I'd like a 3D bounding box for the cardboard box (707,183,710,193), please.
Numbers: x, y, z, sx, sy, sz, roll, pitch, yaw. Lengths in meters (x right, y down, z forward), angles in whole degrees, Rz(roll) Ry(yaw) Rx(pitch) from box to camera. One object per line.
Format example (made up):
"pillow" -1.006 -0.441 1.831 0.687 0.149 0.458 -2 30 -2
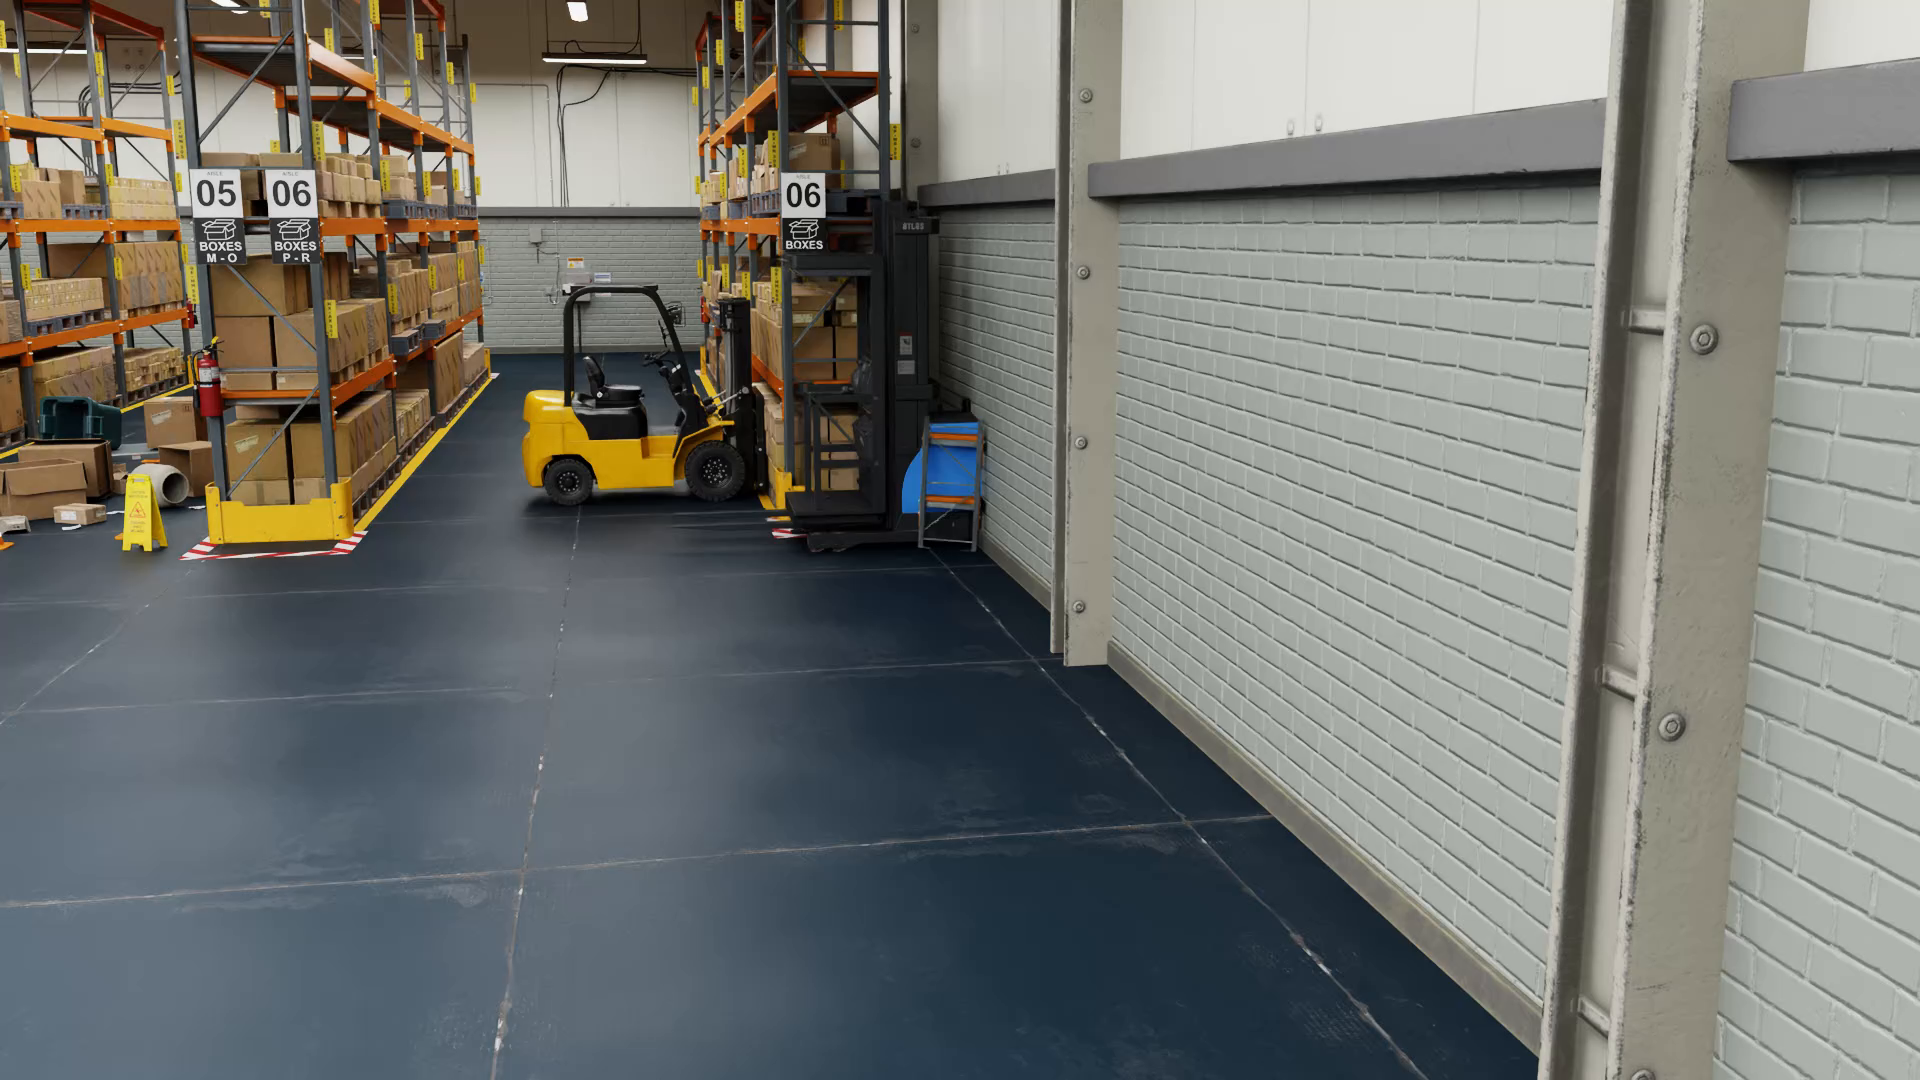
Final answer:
"cardboard box" -3.712 -5.445 25.746 0.380 0.149 0.250 -2 11 -12

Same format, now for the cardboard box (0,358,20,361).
"cardboard box" -12.895 -2.300 22.315 0.500 0.250 0.500 -2 11 -10

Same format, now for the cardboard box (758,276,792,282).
"cardboard box" -2.638 -3.480 23.569 0.500 0.500 0.500 -2 11 -8

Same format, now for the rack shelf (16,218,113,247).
"rack shelf" -12.784 -4.232 22.811 1.077 0.370 4.000 -2 11 -11

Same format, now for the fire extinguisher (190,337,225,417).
"fire extinguisher" -6.433 -1.401 14.240 0.296 0.674 0.183 -2 11 -11

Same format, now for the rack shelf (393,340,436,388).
"rack shelf" -7.171 -2.223 20.280 1.077 0.370 4.000 -2 11 -11

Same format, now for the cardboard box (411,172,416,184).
"cardboard box" -8.631 -5.703 26.949 0.797 0.503 0.637 -1 11 -7

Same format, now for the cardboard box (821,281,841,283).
"cardboard box" -1.555 -2.858 18.890 0.380 0.149 0.250 -2 11 -11

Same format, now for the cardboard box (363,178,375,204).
"cardboard box" -6.332 -3.592 17.131 0.500 0.250 0.500 -2 11 -12

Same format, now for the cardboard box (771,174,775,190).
"cardboard box" -1.595 -3.404 15.818 0.380 0.149 0.250 -2 11 -13

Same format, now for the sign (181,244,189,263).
"sign" -13.403 -4.953 28.755 0.100 0.325 0.005 -2 11 -11

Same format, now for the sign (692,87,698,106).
"sign" -4.780 -8.017 30.042 0.100 0.325 0.005 -2 11 -11

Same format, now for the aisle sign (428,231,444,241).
"aisle sign" -9.414 -5.691 29.620 0.394 0.787 0.004 -2 11 -11

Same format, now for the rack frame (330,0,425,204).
"rack frame" -7.560 -5.891 21.579 1.000 3.000 0.127 -2 11 -11

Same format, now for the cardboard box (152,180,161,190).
"cardboard box" -13.438 -5.863 27.454 0.380 0.149 0.250 -2 11 -10

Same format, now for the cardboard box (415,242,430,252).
"cardboard box" -8.693 -4.680 26.584 0.380 0.149 0.250 -2 11 -11

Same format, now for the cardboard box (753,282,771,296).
"cardboard box" -2.143 -2.836 18.776 0.380 0.149 0.250 -2 11 -10

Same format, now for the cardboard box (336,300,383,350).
"cardboard box" -6.344 -2.239 17.373 0.500 0.500 0.500 -2 11 -9

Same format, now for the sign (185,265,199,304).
"sign" -6.552 -2.184 14.207 0.100 0.325 0.005 -2 11 -11

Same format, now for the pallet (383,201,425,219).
"pallet" -7.002 -3.899 19.637 1.213 0.211 1.003 -2 11 -11

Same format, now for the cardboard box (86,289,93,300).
"cardboard box" -12.805 -3.548 24.069 0.380 0.149 0.250 -2 11 -9

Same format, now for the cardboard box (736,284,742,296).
"cardboard box" -2.790 -3.328 22.159 0.380 0.149 0.250 -2 11 -9

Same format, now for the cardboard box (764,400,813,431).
"cardboard box" -1.744 -1.263 16.867 0.500 0.250 0.500 -2 11 -10

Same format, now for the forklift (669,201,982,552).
"forklift" -1.029 -1.442 14.433 3.031 2.935 1.130 -2 11 -10

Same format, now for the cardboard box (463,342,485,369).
"cardboard box" -8.889 -3.241 29.432 0.875 0.438 0.875 -3 11 -13

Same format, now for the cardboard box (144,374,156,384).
"cardboard box" -13.221 -2.600 26.834 0.380 0.149 0.250 -2 11 -13

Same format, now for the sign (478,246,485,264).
"sign" -8.581 -5.113 29.809 0.100 0.325 0.005 -2 11 -11

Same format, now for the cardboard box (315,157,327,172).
"cardboard box" -5.925 -3.385 14.974 0.380 0.149 0.250 -2 11 -11

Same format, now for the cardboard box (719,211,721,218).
"cardboard box" -3.829 -5.264 26.980 0.380 0.149 0.250 -2 11 -11

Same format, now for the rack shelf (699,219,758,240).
"rack shelf" -3.858 -5.345 28.661 1.077 0.370 4.000 -2 11 -11

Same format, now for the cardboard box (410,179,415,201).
"cardboard box" -6.721 -4.123 19.589 0.500 0.250 0.500 -2 11 -12

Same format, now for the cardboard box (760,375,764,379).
"cardboard box" -2.318 -1.807 21.394 0.875 0.625 0.625 -3 11 -13

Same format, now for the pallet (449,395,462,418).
"pallet" -7.873 -1.944 24.348 1.003 0.211 1.213 -2 11 -11

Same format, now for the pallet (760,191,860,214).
"pallet" -1.488 -3.443 16.975 1.003 0.211 1.213 -2 11 -11

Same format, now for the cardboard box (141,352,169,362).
"cardboard box" -13.337 -3.035 27.528 0.380 0.149 0.250 -2 11 -9

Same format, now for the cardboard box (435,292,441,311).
"cardboard box" -7.515 -3.312 23.141 0.500 0.250 0.500 -2 11 -10

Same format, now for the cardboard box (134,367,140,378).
"cardboard box" -13.200 -2.645 26.277 0.380 0.149 0.250 -3 11 -14

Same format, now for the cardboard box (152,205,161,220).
"cardboard box" -13.414 -5.354 27.181 0.500 0.250 0.500 -2 11 -9

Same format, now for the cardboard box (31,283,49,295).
"cardboard box" -12.445 -3.355 22.259 0.380 0.149 0.250 -3 11 -13

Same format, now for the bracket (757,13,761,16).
"bracket" -3.651 -9.270 29.707 0.076 0.066 4.783 -2 11 -11

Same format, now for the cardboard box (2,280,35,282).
"cardboard box" -13.394 -3.621 23.657 0.380 0.149 0.250 -2 11 -12

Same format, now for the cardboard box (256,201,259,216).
"cardboard box" -6.428 -2.926 14.698 0.380 0.149 0.250 -2 11 -11

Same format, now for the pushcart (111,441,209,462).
"pushcart" -9.008 -0.830 18.047 1.648 0.377 0.936 -6 13 -31

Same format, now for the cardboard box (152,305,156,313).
"cardboard box" -13.447 -3.800 27.311 0.380 0.149 0.250 -3 11 -13

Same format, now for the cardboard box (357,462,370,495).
"cardboard box" -5.981 -0.584 15.973 0.500 0.250 0.500 -2 11 -9

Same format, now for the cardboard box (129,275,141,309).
"cardboard box" -13.126 -3.865 25.915 0.500 0.500 0.500 -2 11 -11

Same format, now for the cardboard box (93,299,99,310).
"cardboard box" -12.851 -3.448 24.341 0.380 0.149 0.250 -2 11 -11

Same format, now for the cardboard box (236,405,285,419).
"cardboard box" -6.553 -1.221 15.581 0.380 0.149 0.250 -2 11 -9

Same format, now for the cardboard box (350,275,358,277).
"cardboard box" -7.194 -2.779 19.088 0.500 0.500 0.500 -2 11 -11

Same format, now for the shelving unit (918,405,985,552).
"shelving unit" -0.029 -0.561 14.564 0.538 1.125 1.048 4 10 5

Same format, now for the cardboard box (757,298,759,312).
"cardboard box" -2.004 -2.549 18.063 0.380 0.149 0.250 -2 11 -10

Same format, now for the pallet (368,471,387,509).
"pallet" -6.376 -0.494 16.728 1.003 0.211 1.213 -2 11 -11

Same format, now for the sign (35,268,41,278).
"sign" -13.704 -3.883 24.759 0.100 0.325 0.005 -2 11 -11
